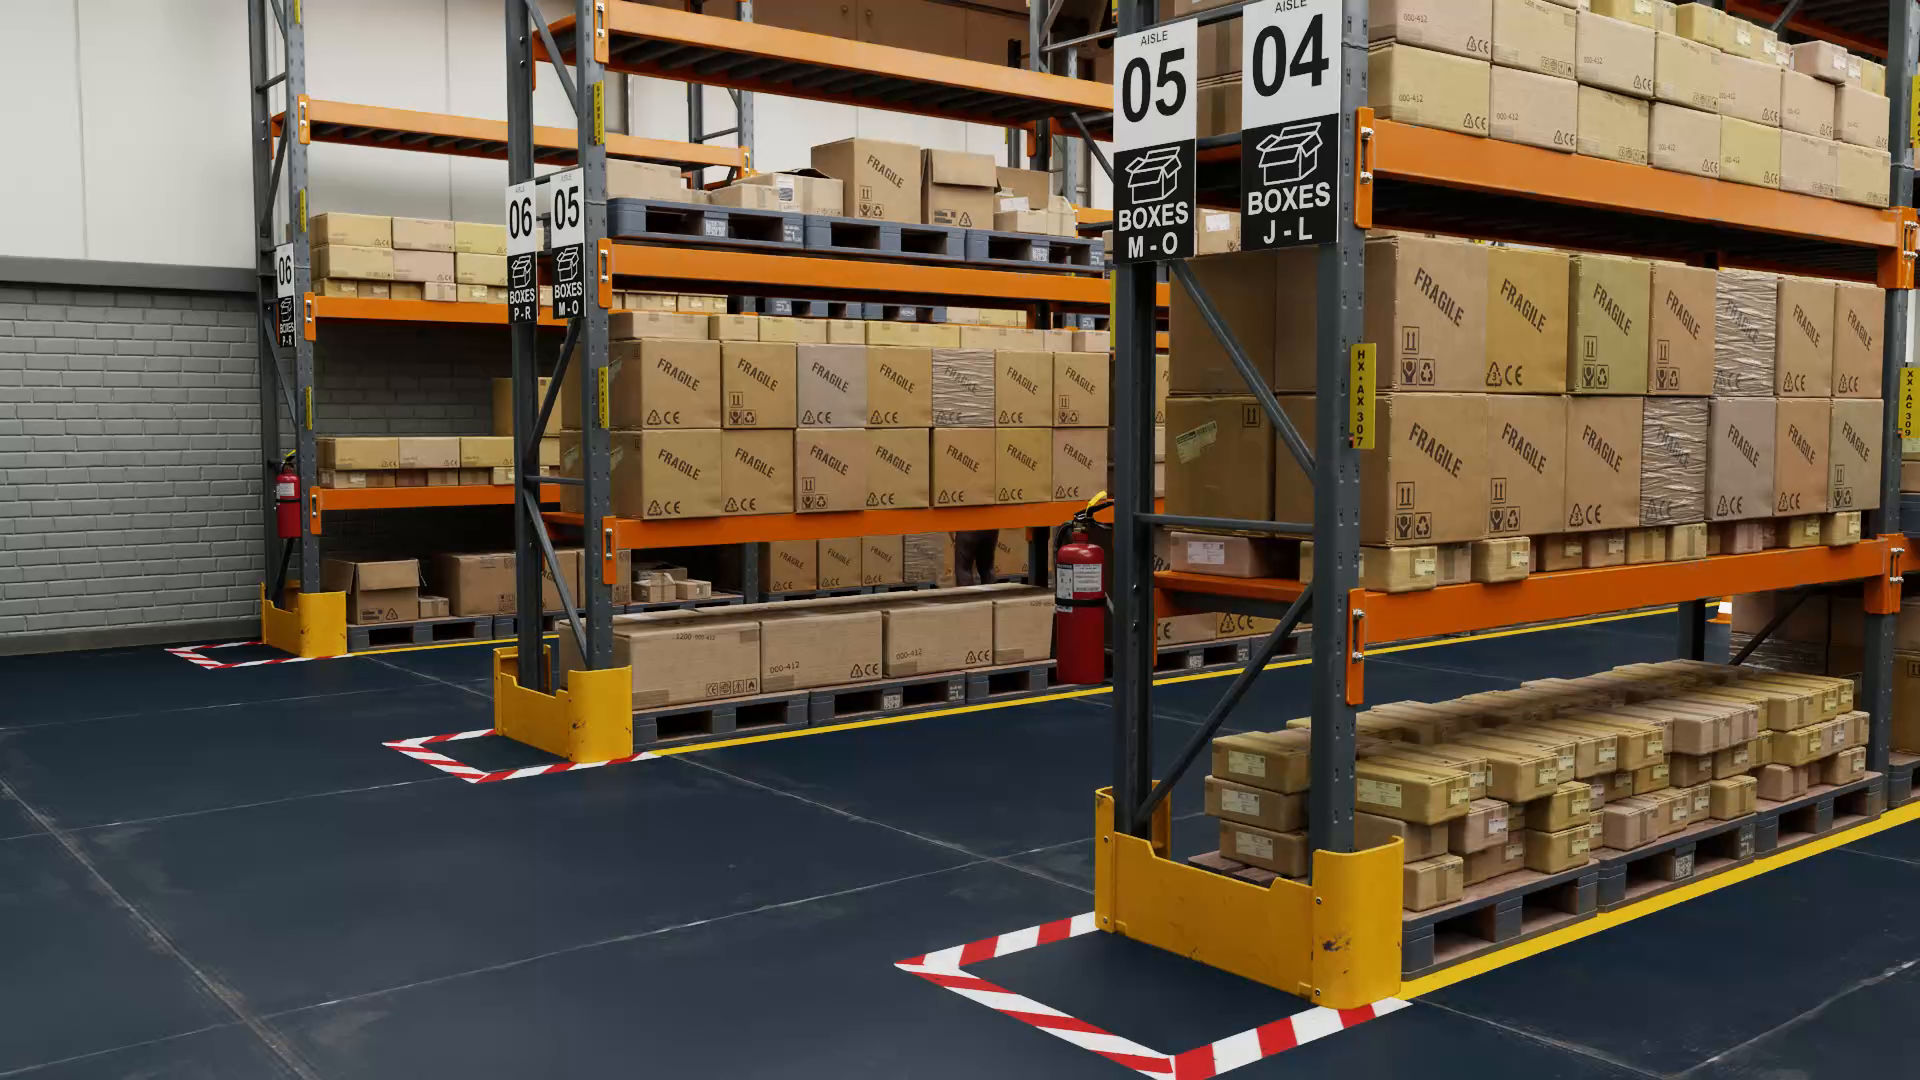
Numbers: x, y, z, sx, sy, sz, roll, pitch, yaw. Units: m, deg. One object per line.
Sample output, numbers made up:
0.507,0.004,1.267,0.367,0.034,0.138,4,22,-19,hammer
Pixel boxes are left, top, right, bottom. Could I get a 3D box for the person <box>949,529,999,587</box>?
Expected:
0.153,-0.109,15.102,0.568,1.722,0.423,-4,6,-41,person
